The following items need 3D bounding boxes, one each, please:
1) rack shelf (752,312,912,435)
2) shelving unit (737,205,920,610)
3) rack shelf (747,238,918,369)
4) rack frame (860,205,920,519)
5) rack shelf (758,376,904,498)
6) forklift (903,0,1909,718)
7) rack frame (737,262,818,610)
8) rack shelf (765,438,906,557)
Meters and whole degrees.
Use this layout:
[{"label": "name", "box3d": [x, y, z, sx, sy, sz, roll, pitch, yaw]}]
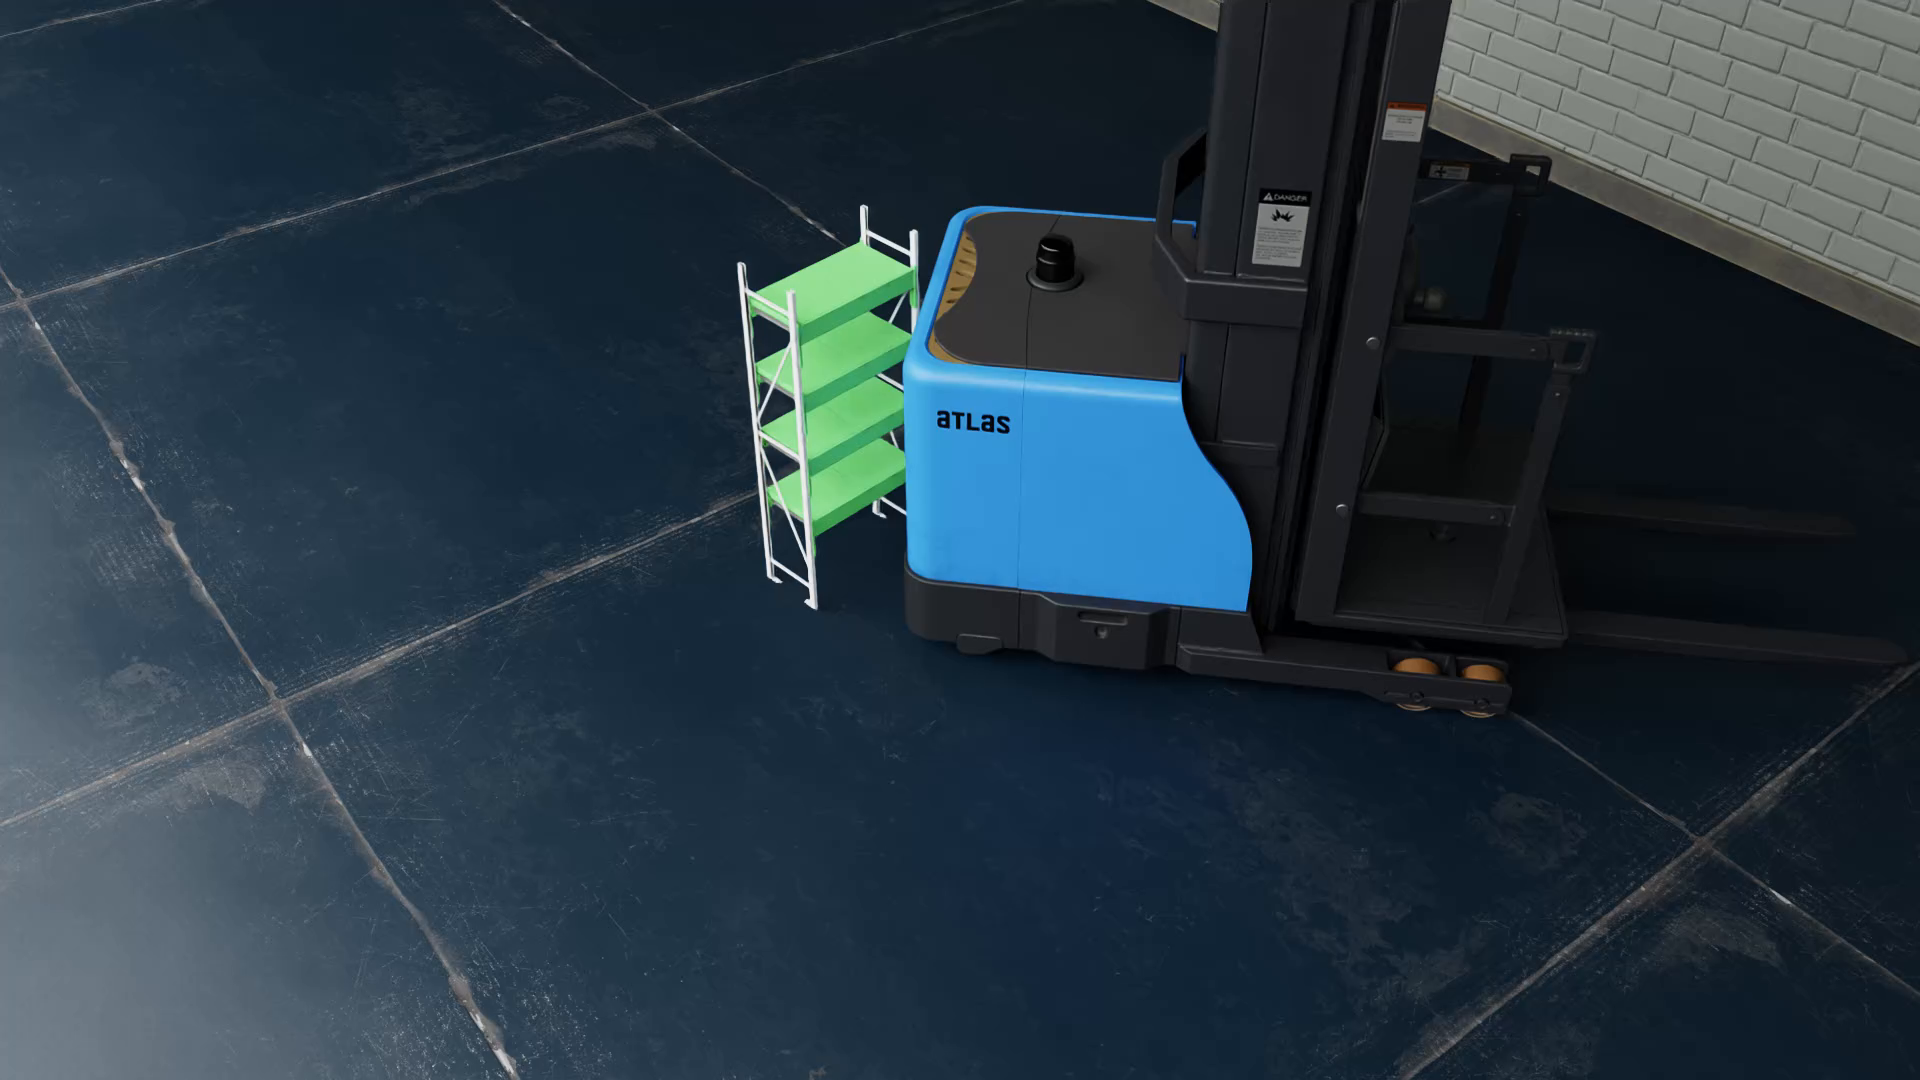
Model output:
[{"label": "rack shelf", "box3d": [-0.387, -0.537, 5.180, 0.258, 0.148, 0.480, 32, 49, 33]}, {"label": "shelving unit", "box3d": [-0.387, -0.400, 5.292, 0.258, 1.200, 0.503, 32, 49, 33]}, {"label": "rack shelf", "box3d": [-0.387, -0.722, 5.028, 0.258, 0.148, 0.480, 32, 49, 33]}, {"label": "rack frame", "box3d": [-0.216, -0.511, 5.427, 0.240, 1.200, 0.015, 32, 49, 33]}, {"label": "rack shelf", "box3d": [-0.387, -0.351, 5.333, 0.258, 0.148, 0.480, 32, 49, 33]}, {"label": "forklift", "box3d": [1.386, -0.953, 4.601, 3.031, 2.935, 1.130, 6, 40, 7]}, {"label": "rack frame", "box3d": [-0.557, -0.290, 5.157, 0.240, 1.200, 0.015, 32, 49, 33]}, {"label": "rack shelf", "box3d": [-0.387, -0.165, 5.485, 0.258, 0.148, 0.480, 32, 49, 33]}]
